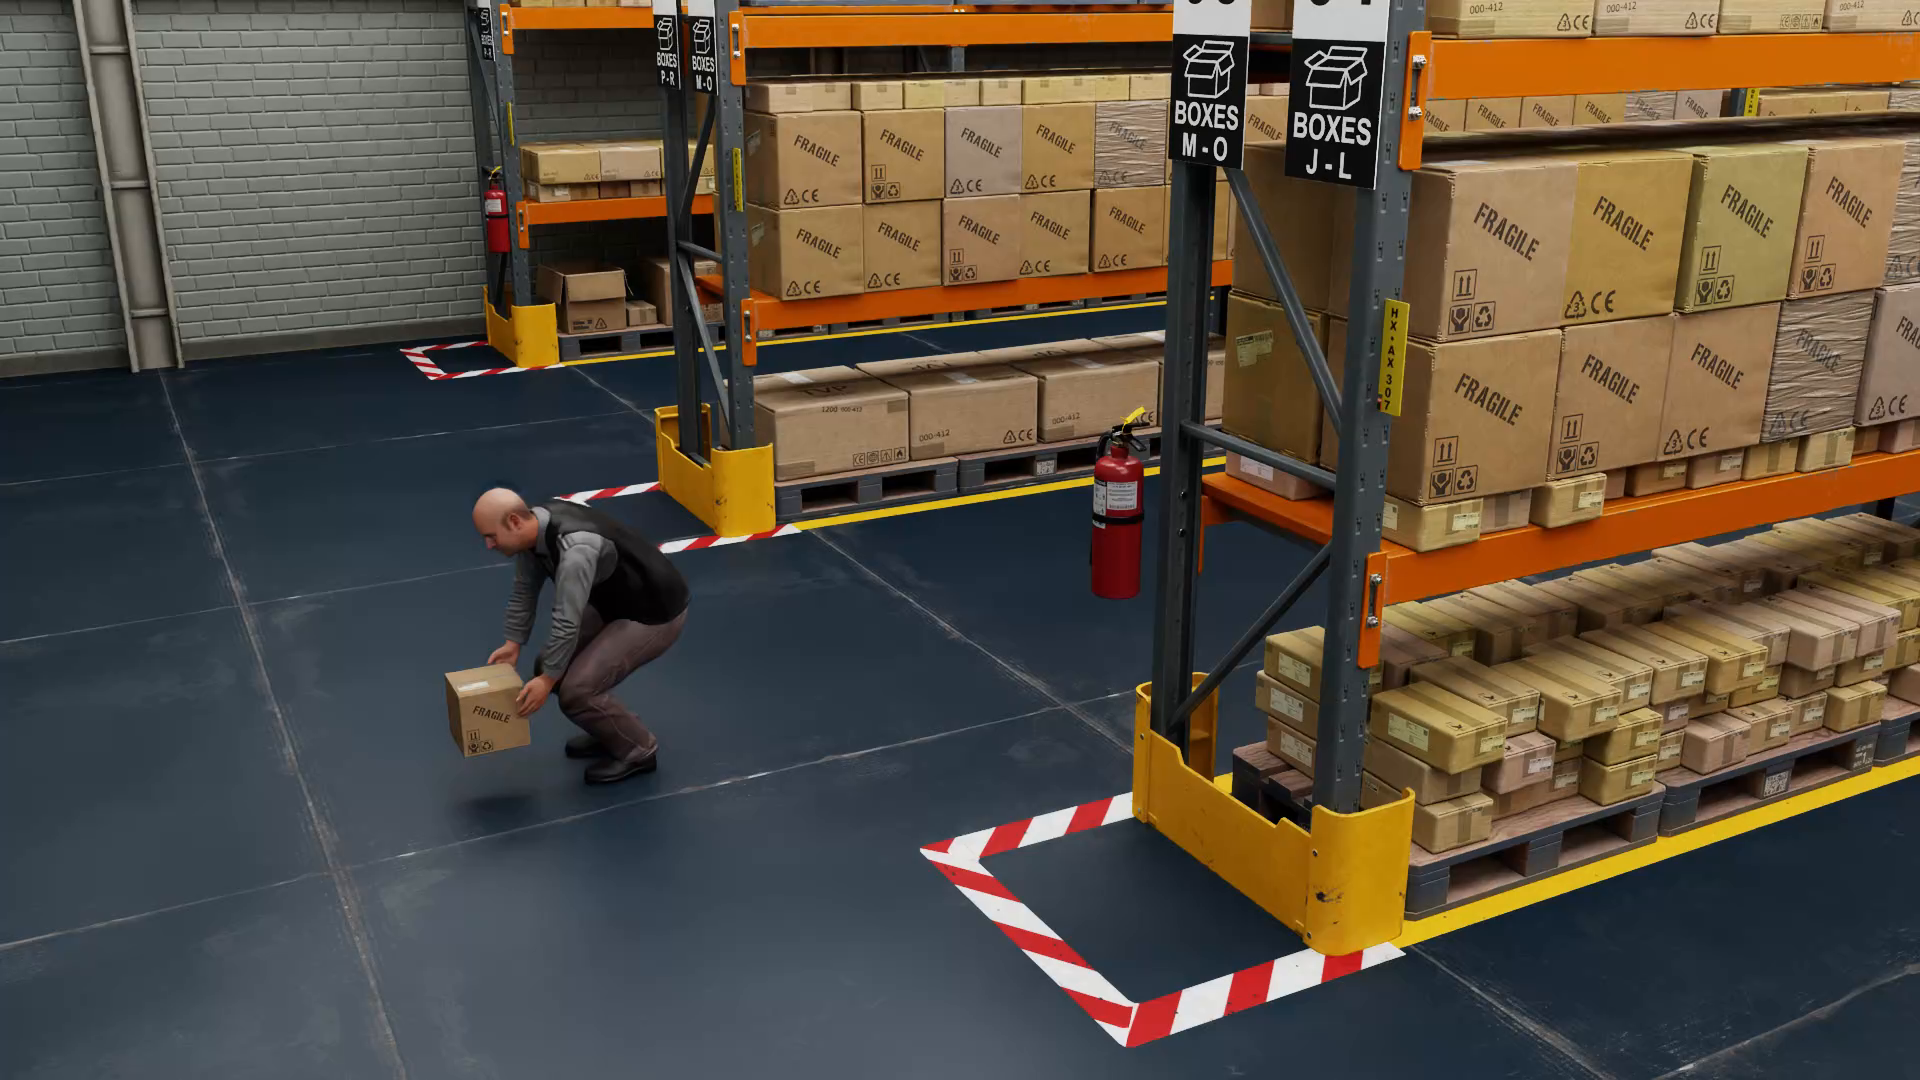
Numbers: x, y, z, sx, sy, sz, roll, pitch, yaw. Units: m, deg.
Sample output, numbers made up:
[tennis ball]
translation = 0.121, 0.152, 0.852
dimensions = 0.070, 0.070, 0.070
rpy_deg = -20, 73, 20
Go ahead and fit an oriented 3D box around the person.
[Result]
[person]
translation = -1.432, 0.336, 6.411
dimensions = 0.798, 1.205, 0.579
rpy_deg = -10, 21, -27
